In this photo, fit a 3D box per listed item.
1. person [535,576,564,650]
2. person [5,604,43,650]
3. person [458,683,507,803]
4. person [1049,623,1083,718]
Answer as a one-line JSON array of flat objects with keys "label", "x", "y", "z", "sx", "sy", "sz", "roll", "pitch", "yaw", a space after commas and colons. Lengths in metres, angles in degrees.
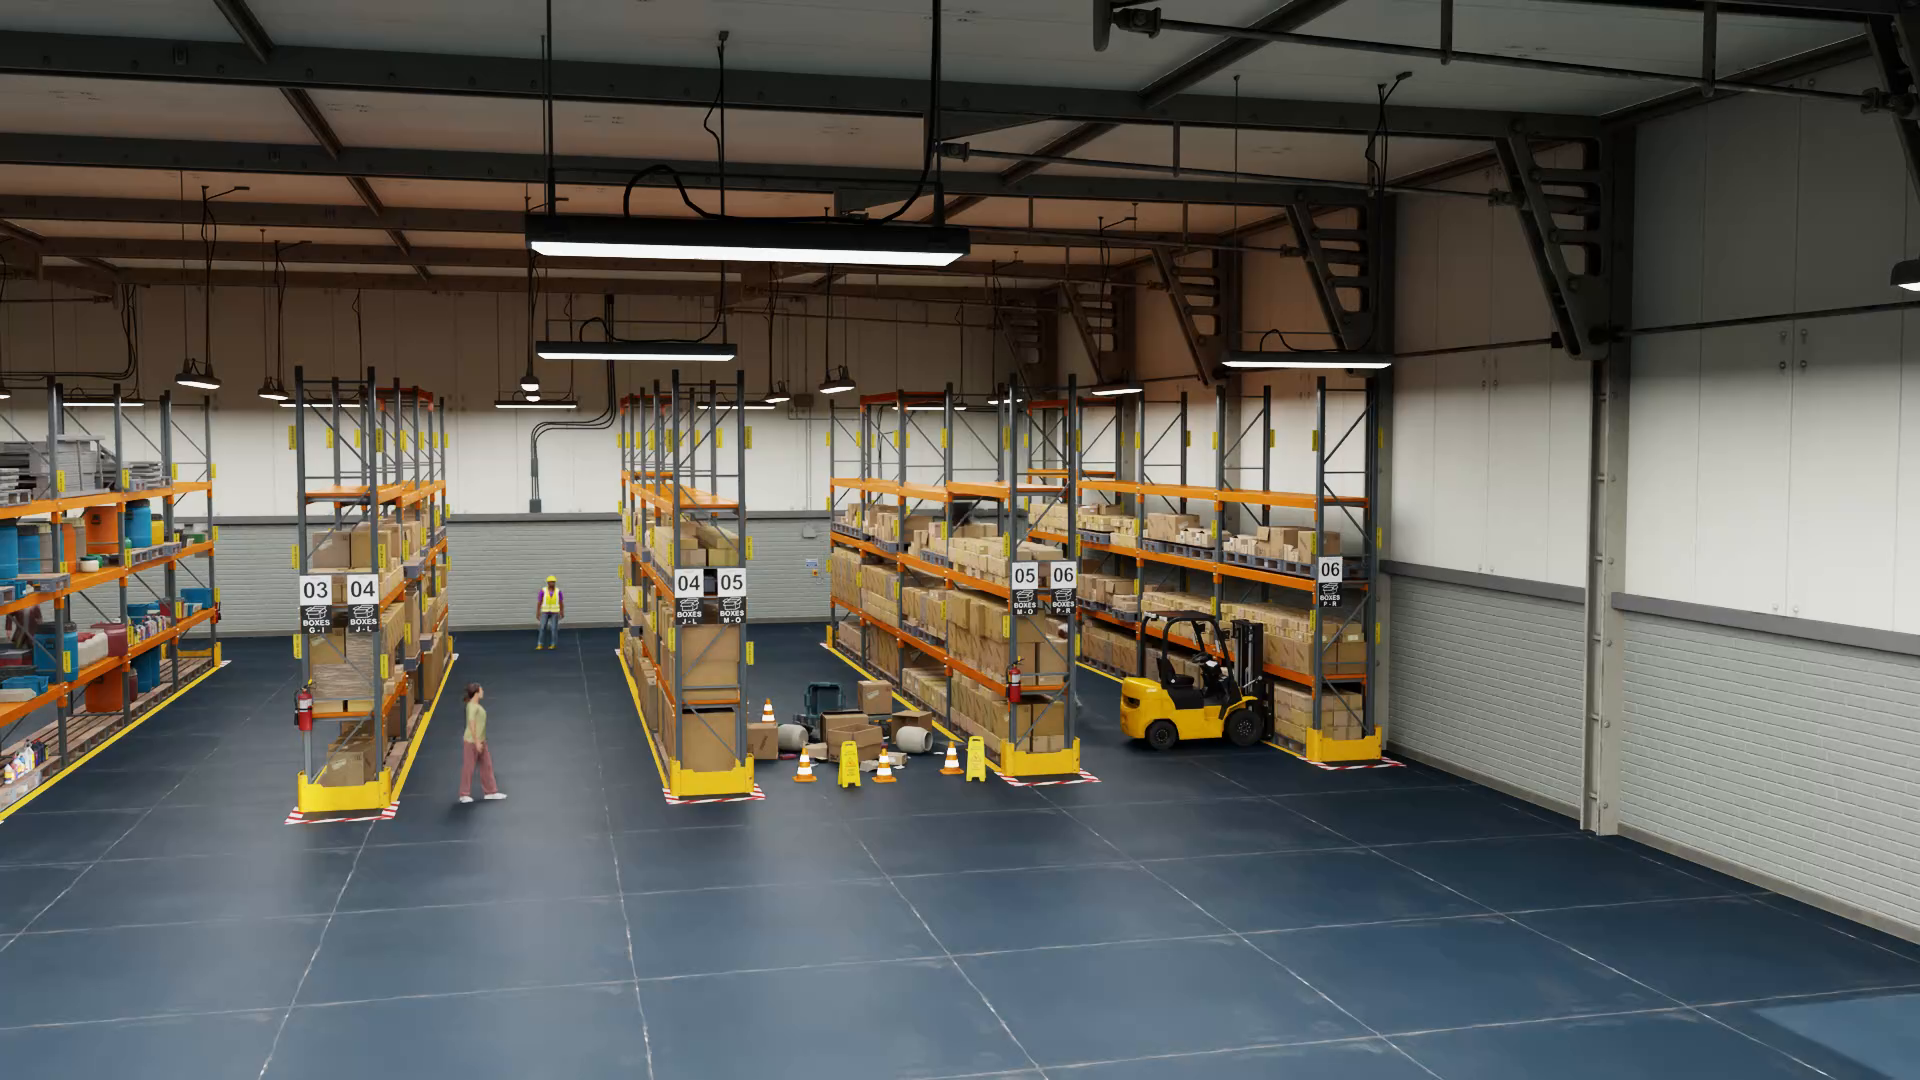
[{"label": "person", "x": -9.852, "y": 1.746, "z": 39.915, "sx": 0.669, "sy": 1.766, "sz": 0.383, "roll": 0, "pitch": 3, "yaw": -5}, {"label": "person", "x": -20.196, "y": 2.031, "z": 35.926, "sx": 0.769, "sy": 1.813, "sz": 0.936, "roll": -1, "pitch": 4, "yaw": -14}, {"label": "person", "x": -6.659, "y": 2.798, "z": 23.034, "sx": 0.622, "sy": 1.660, "sz": 0.475, "roll": 0, "pitch": 3, "yaw": 4}, {"label": "person", "x": 1.819, "y": 2.362, "z": 29.794, "sx": 0.622, "sy": 1.745, "sz": 0.758, "roll": -3, "pitch": 4, "yaw": -39}]
